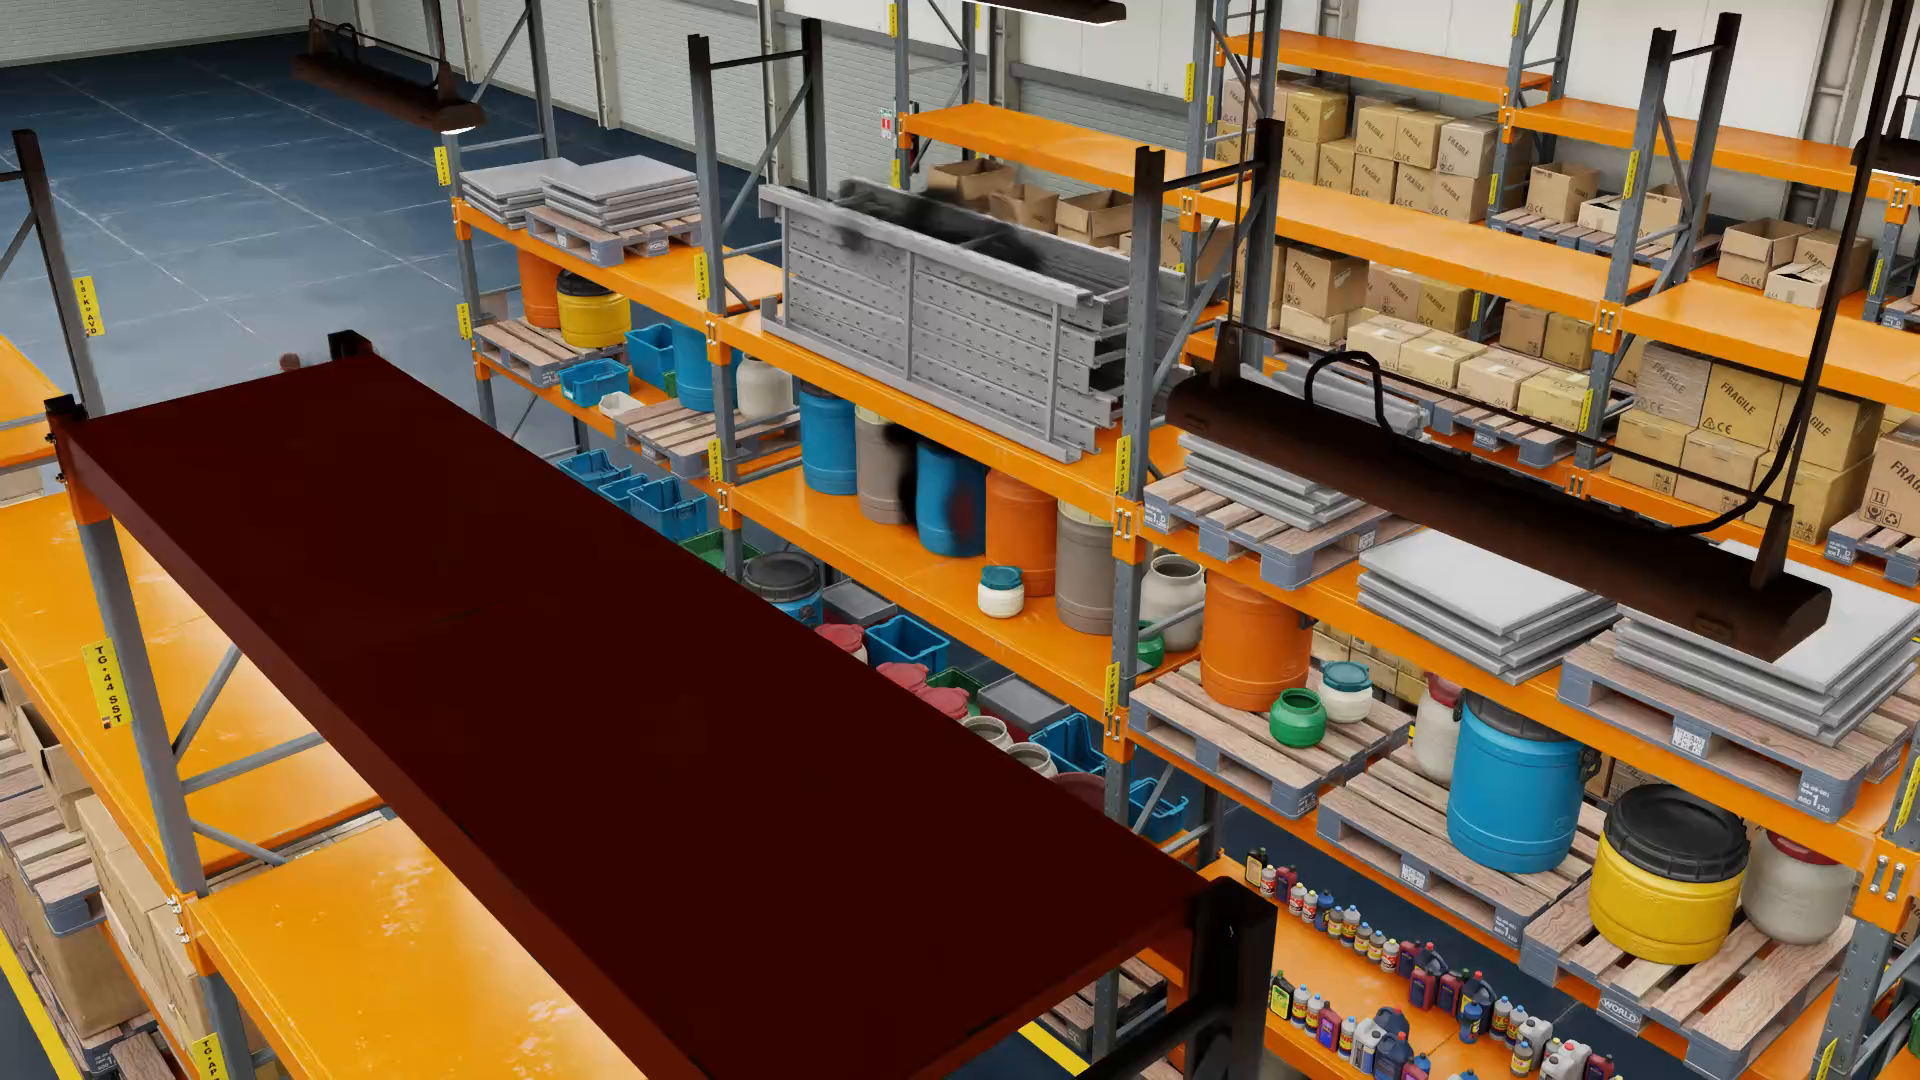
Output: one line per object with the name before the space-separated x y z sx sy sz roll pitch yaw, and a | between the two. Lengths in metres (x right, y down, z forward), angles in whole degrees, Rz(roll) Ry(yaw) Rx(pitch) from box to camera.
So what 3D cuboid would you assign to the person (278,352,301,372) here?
person | -7.375 -1.352 18.535 0.560 1.537 0.532 -7 28 -14
